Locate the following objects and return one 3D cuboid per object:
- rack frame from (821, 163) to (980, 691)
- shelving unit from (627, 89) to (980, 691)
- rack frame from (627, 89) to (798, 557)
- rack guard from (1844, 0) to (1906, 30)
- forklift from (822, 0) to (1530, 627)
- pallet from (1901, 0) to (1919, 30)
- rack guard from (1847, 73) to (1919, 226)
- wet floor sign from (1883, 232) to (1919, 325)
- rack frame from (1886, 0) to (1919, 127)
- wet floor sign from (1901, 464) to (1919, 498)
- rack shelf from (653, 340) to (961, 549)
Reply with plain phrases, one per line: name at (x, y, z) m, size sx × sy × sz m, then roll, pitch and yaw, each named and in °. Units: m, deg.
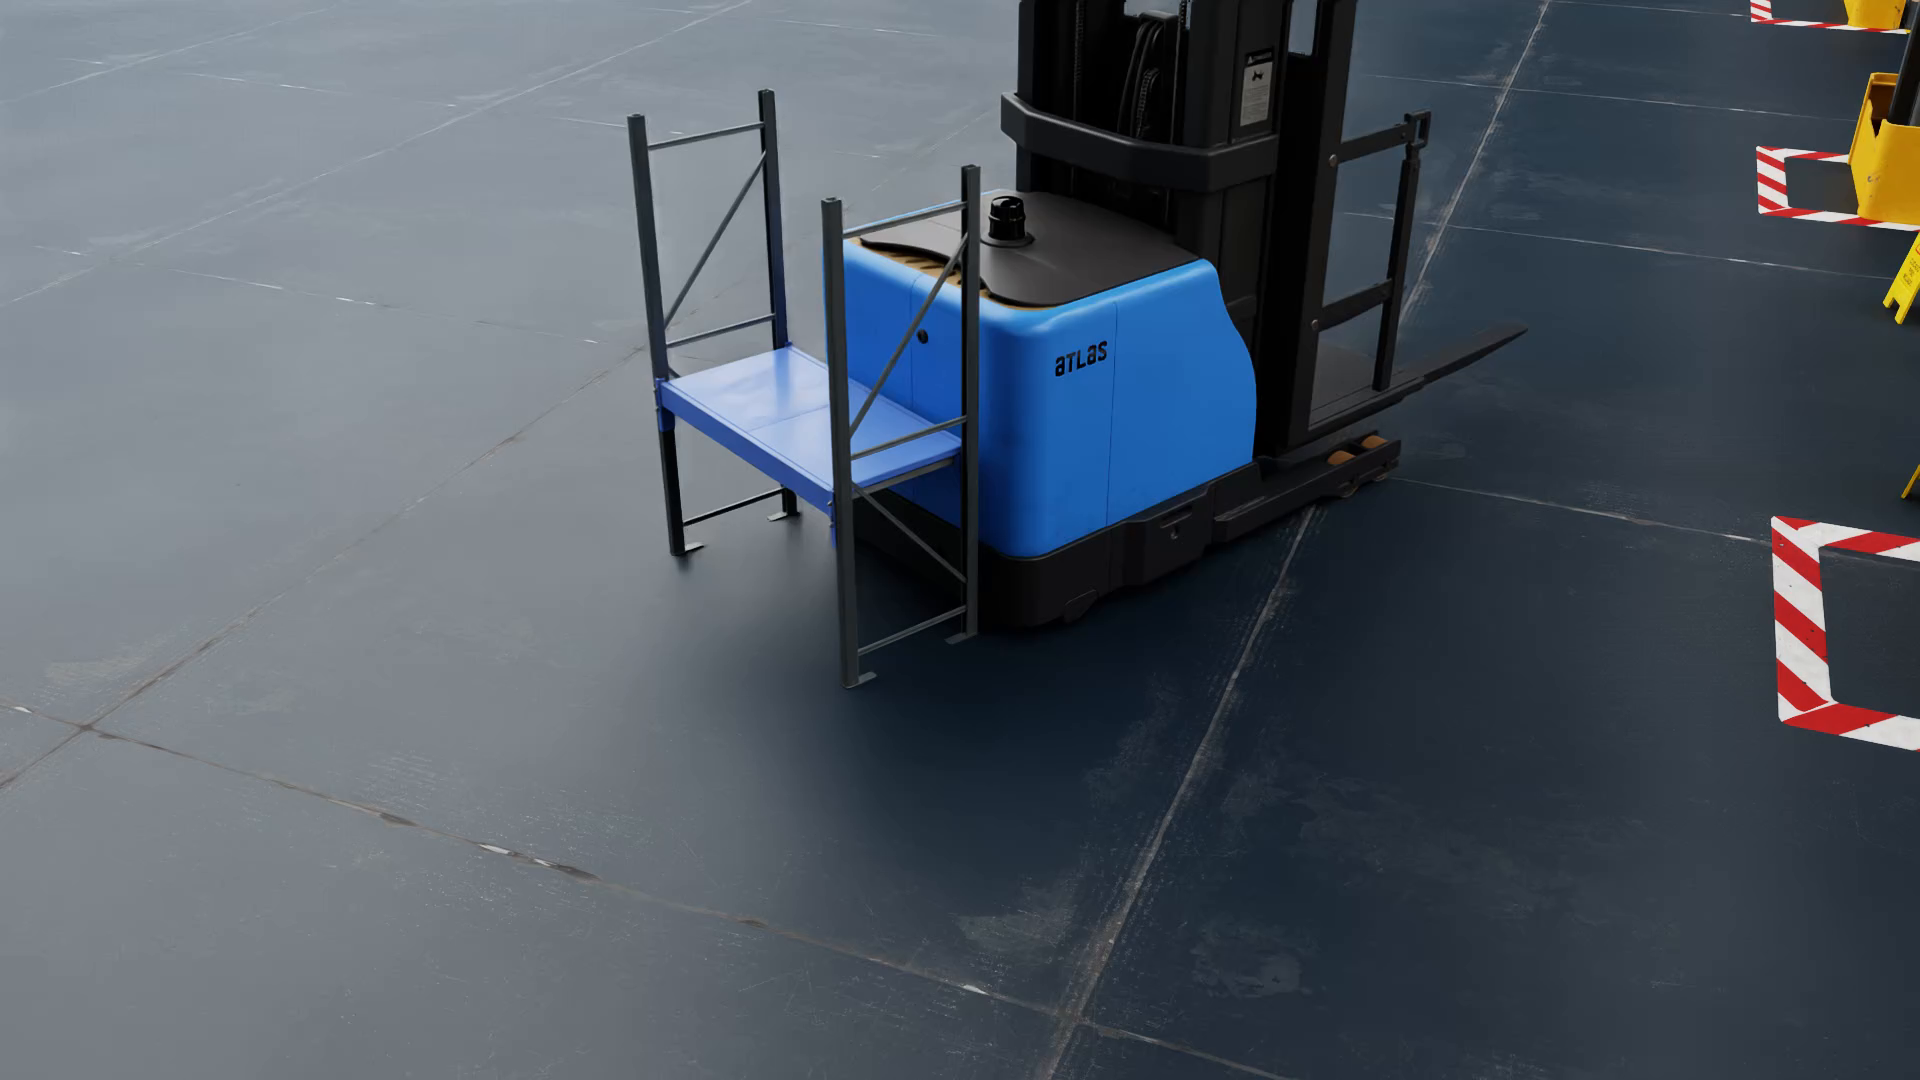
rack frame at (-0.149, -0.286, 4.732) m, size 0.500 × 1.500 × 0.032 m, roll -21°, pitch 36°, yaw -33°
shelving unit at (-0.466, -0.482, 5.078) m, size 0.538 × 1.500 × 1.048 m, roll -21°, pitch 36°, yaw -33°
rack frame at (-0.783, -0.677, 5.424) m, size 0.500 × 1.500 × 0.032 m, roll -21°, pitch 36°, yaw -33°
rack guard at (7.151, -4.362, 12.959) m, size 0.348 × 0.500 × 1.175 m, roll 11°, pitch 31°, yaw 19°
forklift at (0.990, -1.605, 5.610) m, size 3.031 × 2.935 × 1.130 m, roll -23°, pitch 37°, yaw -35°
pallet at (7.891, -4.070, 12.736) m, size 1.213 × 0.211 × 1.003 m, roll 11°, pitch 31°, yaw 19°
rack guard at (5.100, -2.138, 9.024) m, size 0.348 × 0.500 × 1.175 m, roll 11°, pitch 31°, yaw 19°
wet floor sign at (4.351, -1.299, 7.393) m, size 0.232 × 0.644 × 0.267 m, roll 6°, pitch 30°, yaw 11°
rack frame at (5.122, -3.222, 8.401) m, size 0.127 × 3.000 × 1.000 m, roll 11°, pitch 31°, yaw 19°
wet floor sign at (3.581, -0.444, 5.880) m, size 0.232 × 0.644 × 0.267 m, roll 24°, pitch 37°, yaw 36°
rack shelf at (-0.466, -0.325, 5.166) m, size 0.538 × 0.185 × 1.000 m, roll -21°, pitch 36°, yaw -33°
